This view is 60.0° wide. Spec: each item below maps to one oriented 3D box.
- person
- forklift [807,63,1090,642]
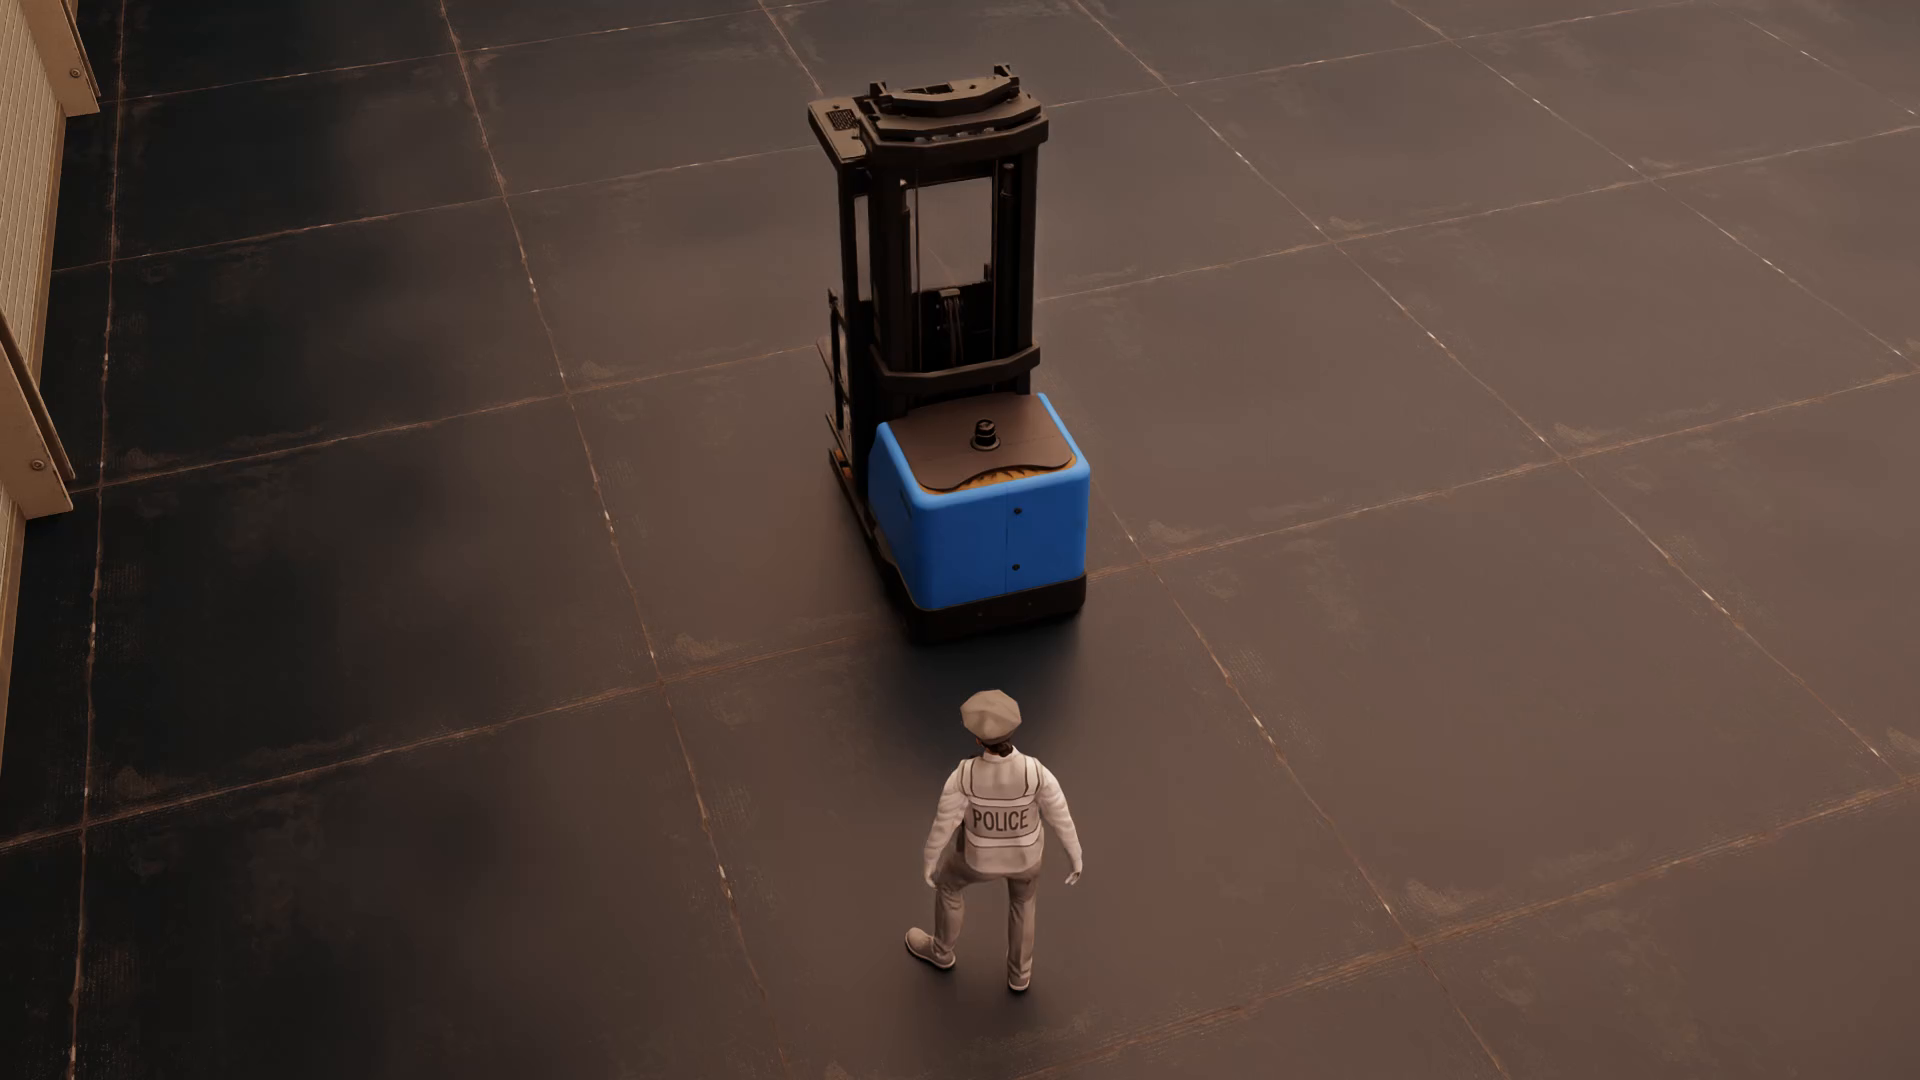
[{"bbox_3d":[0.142,1.370,7.385,0.795,1.637,0.394,-1,40,-2],"label":"person"},{"bbox_3d":[-0.209,-1.498,9.781,1.130,2.935,3.031,-12,41,-14],"label":"forklift"}]
